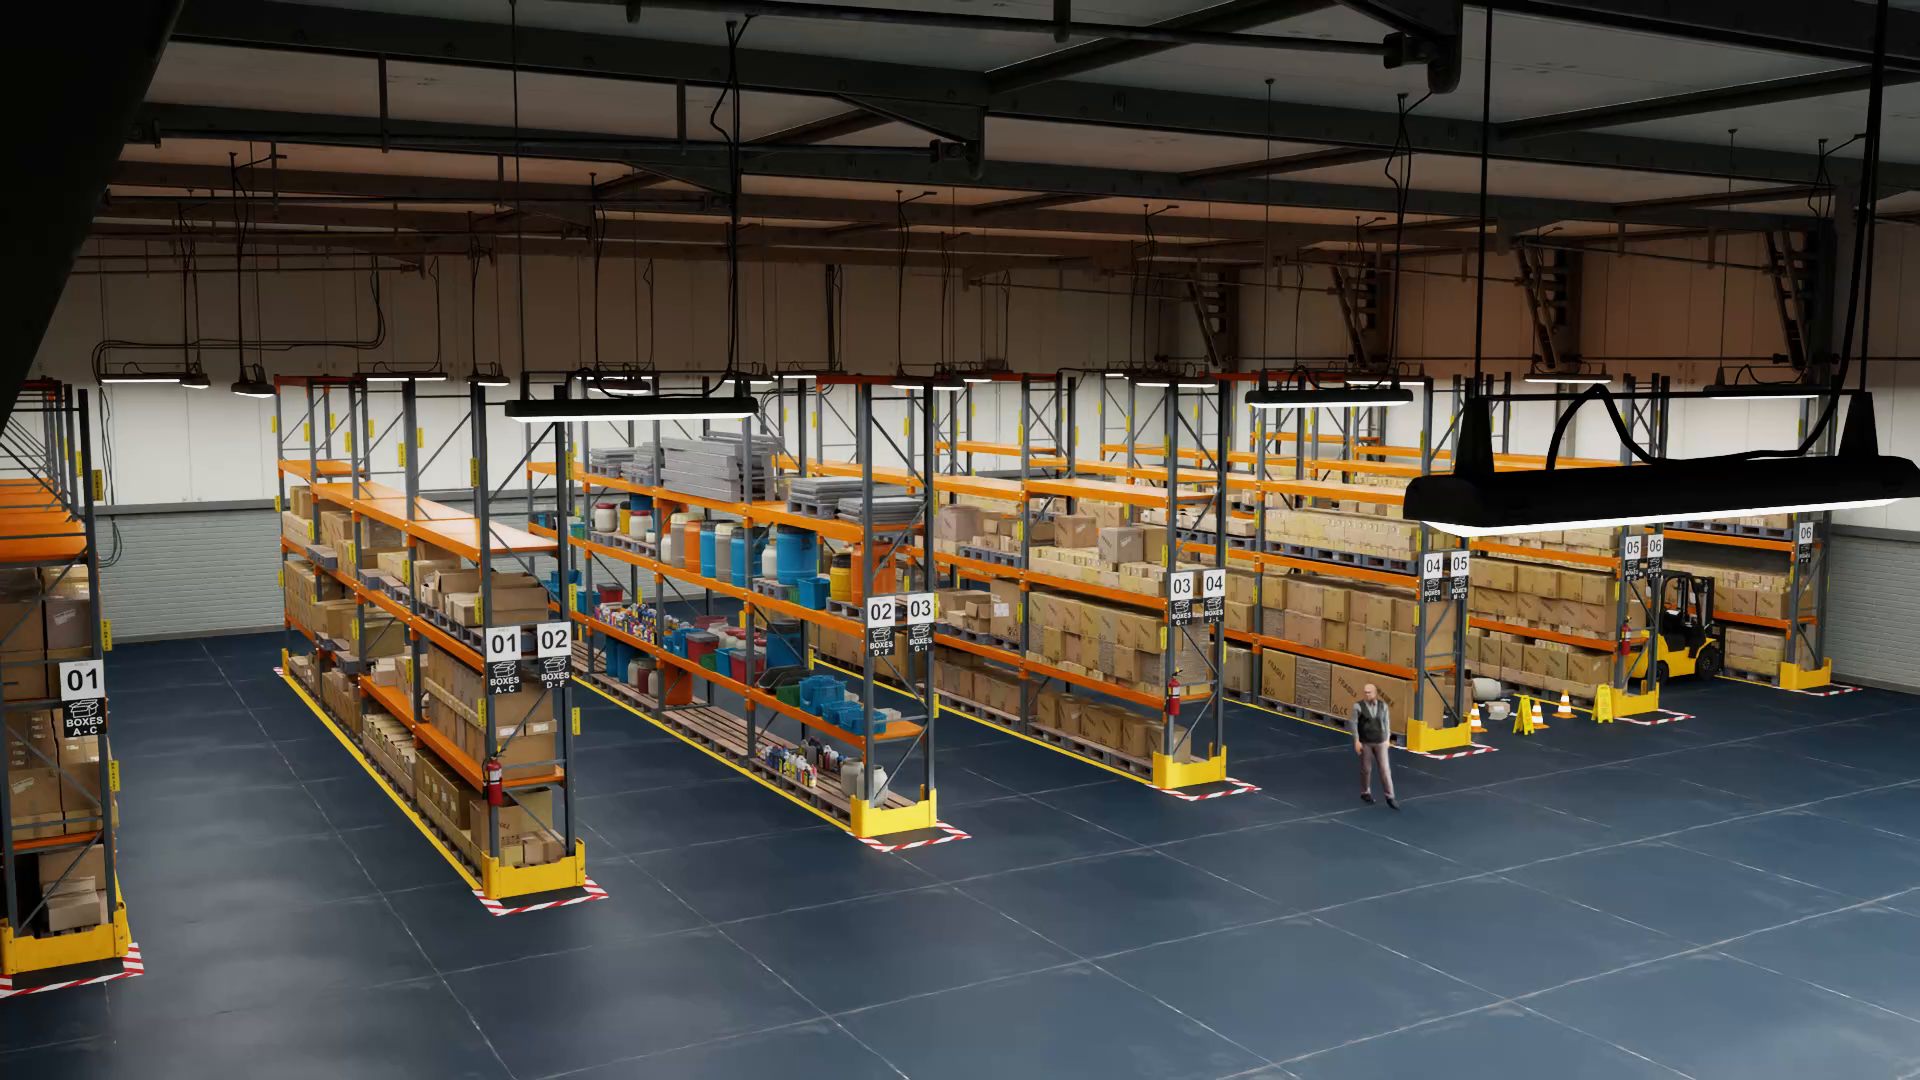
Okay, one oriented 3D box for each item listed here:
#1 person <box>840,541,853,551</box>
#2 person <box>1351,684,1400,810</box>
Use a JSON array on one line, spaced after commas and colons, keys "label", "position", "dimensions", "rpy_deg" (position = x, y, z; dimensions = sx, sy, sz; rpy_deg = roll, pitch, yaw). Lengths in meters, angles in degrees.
[{"label": "person", "position": [-2.921, 0.738, 43.588], "dimensions": [0.447, 1.644, 0.802], "rpy_deg": [5, 8, 40]}, {"label": "person", "position": [5.871, 2.909, 23.536], "dimensions": [0.648, 1.712, 0.708], "rpy_deg": [0, 6, 3]}]
